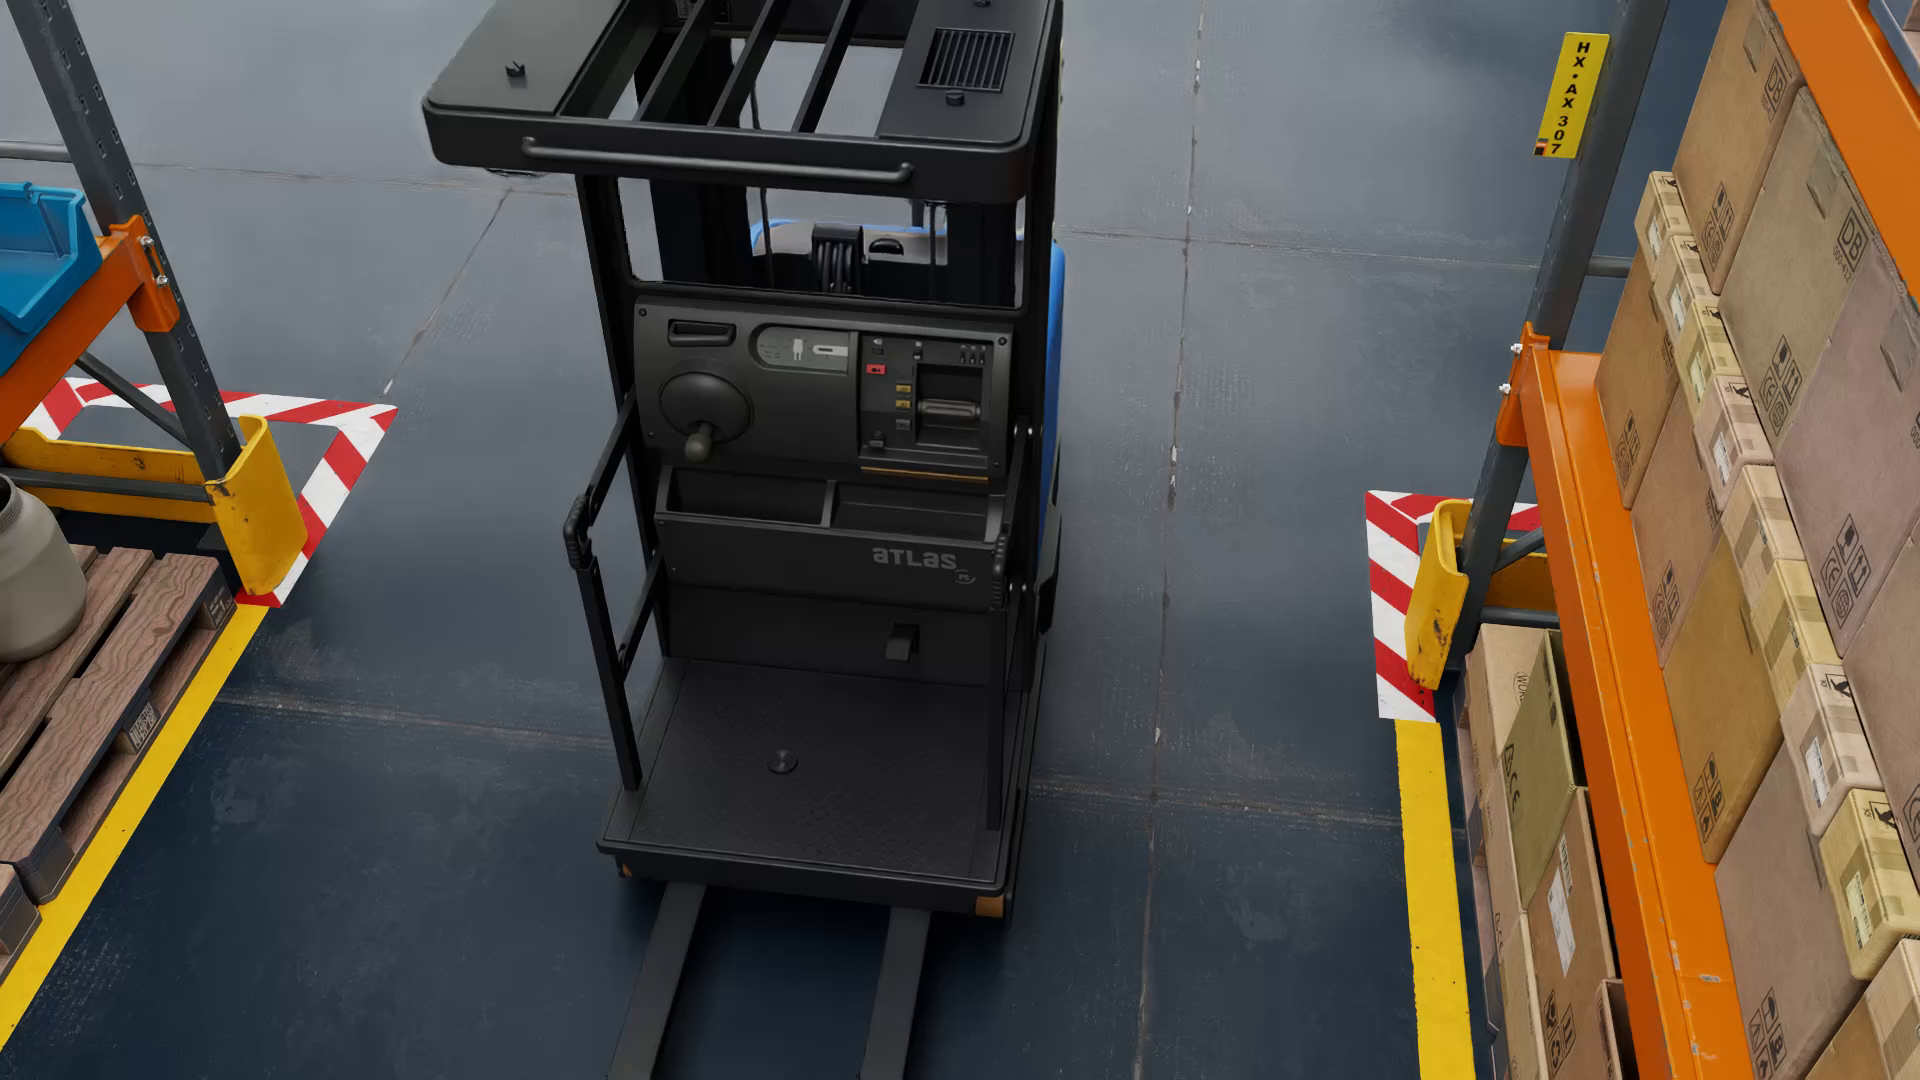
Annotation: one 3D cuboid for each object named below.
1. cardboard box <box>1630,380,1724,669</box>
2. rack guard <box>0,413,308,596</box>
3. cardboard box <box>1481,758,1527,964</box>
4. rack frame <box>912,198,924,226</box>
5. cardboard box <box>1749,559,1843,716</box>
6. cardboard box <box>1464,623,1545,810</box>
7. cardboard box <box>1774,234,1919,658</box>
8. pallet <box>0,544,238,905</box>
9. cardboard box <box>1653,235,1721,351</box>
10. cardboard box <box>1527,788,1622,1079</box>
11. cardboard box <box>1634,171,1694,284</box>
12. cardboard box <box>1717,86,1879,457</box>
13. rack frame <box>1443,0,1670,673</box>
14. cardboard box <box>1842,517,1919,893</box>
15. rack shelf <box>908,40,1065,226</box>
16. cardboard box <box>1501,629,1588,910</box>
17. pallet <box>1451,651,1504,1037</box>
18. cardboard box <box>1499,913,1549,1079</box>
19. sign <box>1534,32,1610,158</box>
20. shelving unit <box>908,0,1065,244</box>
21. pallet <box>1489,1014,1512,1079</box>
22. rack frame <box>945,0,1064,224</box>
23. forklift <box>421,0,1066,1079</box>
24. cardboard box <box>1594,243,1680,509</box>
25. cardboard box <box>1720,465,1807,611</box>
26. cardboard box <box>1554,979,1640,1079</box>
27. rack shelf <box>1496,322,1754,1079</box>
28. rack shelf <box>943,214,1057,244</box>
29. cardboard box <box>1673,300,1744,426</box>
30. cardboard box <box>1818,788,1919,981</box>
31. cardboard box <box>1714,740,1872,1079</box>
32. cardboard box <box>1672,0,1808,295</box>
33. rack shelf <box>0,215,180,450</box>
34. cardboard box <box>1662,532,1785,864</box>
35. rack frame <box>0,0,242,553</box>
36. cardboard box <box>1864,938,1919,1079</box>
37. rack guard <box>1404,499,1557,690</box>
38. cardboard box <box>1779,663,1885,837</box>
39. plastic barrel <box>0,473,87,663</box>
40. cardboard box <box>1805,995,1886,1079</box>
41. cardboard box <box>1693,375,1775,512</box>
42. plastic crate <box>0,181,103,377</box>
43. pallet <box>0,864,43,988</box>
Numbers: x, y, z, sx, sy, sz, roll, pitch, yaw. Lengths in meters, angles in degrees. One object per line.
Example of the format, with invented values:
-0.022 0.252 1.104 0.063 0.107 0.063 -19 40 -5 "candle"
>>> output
1.883 -0.032 3.529 0.700 0.500 0.500 6 44 7 "cardboard box"
-2.851 -0.160 5.555 1.175 0.500 0.348 5 44 6 "rack guard"
1.668 0.861 4.353 0.500 0.250 0.500 5 44 6 "cardboard box"
0.048 -0.791 5.495 0.400 1.500 0.023 5 44 6 "rack frame"
1.588 0.183 2.831 0.380 0.149 0.250 5 44 5 "cardboard box"
1.730 0.520 4.713 0.500 0.250 0.500 5 44 6 "cardboard box"
1.810 -0.123 2.682 0.700 0.500 0.500 5 44 6 "cardboard box"
-2.964 0.498 5.070 1.003 0.211 1.213 5 44 6 "pallet"
1.724 -0.515 3.568 0.380 0.149 0.250 4 44 4 "cardboard box"
1.613 0.931 3.734 0.500 0.500 0.500 5 44 6 "cardboard box"
1.756 -0.695 3.758 0.380 0.149 0.250 5 44 5 "cardboard box"
1.876 -0.466 3.045 0.700 0.500 0.500 4 44 4 "cardboard box"
2.022 -0.671 4.277 1.000 3.000 0.127 5 44 6 "rack frame"
1.744 0.219 2.321 0.700 0.500 0.500 5 44 6 "cardboard box"
0.097 -1.324 5.490 0.431 0.370 0.720 5 44 6 "rack shelf"
1.666 0.589 4.095 0.500 0.500 0.500 5 44 6 "cardboard box"
1.962 0.867 4.681 1.003 0.211 1.213 5 44 6 "pallet"
1.601 1.202 3.993 0.500 0.250 0.500 5 44 6 "cardboard box"
1.472 -1.069 4.010 0.100 0.325 0.005 5 44 6 "sign"
0.097 -1.041 5.758 0.431 1.500 0.755 5 44 6 "shelving unit"
1.798 1.696 3.806 1.003 0.211 1.213 5 44 6 "pallet"
0.145 -1.290 6.022 0.400 1.500 0.023 5 44 6 "rack frame"
-0.365 -0.276 3.910 1.130 2.935 3.031 5 44 6 "forklift"
1.947 -0.390 3.908 0.700 0.500 0.500 5 44 6 "cardboard box"
1.621 0.009 3.015 0.380 0.149 0.250 4 44 4 "cardboard box"
1.529 1.270 3.376 0.500 0.500 0.500 5 44 6 "cardboard box"
1.757 0.953 3.085 1.077 0.370 4.000 5 44 6 "rack shelf"
0.097 -0.804 5.982 0.431 0.370 0.720 5 44 6 "rack shelf"
1.690 -0.345 3.388 0.380 0.149 0.250 5 44 6 "cardboard box"
1.518 0.532 2.462 0.380 0.149 0.250 7 44 7 "cardboard box"
1.745 0.665 2.793 0.700 0.500 0.500 6 44 7 "cardboard box"
1.940 -0.825 3.424 0.700 0.500 0.500 5 44 6 "cardboard box"
-3.152 0.501 3.563 1.077 0.370 4.000 5 44 6 "rack shelf"
1.811 0.306 3.173 0.700 0.500 0.500 6 44 6 "cardboard box"
-2.888 -1.124 4.755 1.000 3.000 0.127 5 44 6 "rack frame"
1.486 0.713 2.271 0.380 0.149 0.250 6 44 7 "cardboard box"
2.025 0.220 5.154 1.175 0.500 0.348 5 44 6 "rack guard"
1.552 0.353 2.652 0.380 0.149 0.250 6 44 6 "cardboard box"
-2.899 0.083 4.985 0.421 0.512 0.421 0 43 0 "plastic barrel"
1.679 1.014 2.425 0.700 0.500 0.500 6 44 6 "cardboard box"
1.654 -0.173 3.207 0.380 0.149 0.250 5 44 5 "cardboard box"
-2.657 -0.701 4.417 0.499 0.251 0.616 5 44 6 "plastic crate"
-3.128 1.327 4.195 1.003 0.211 1.213 5 44 6 "pallet"
